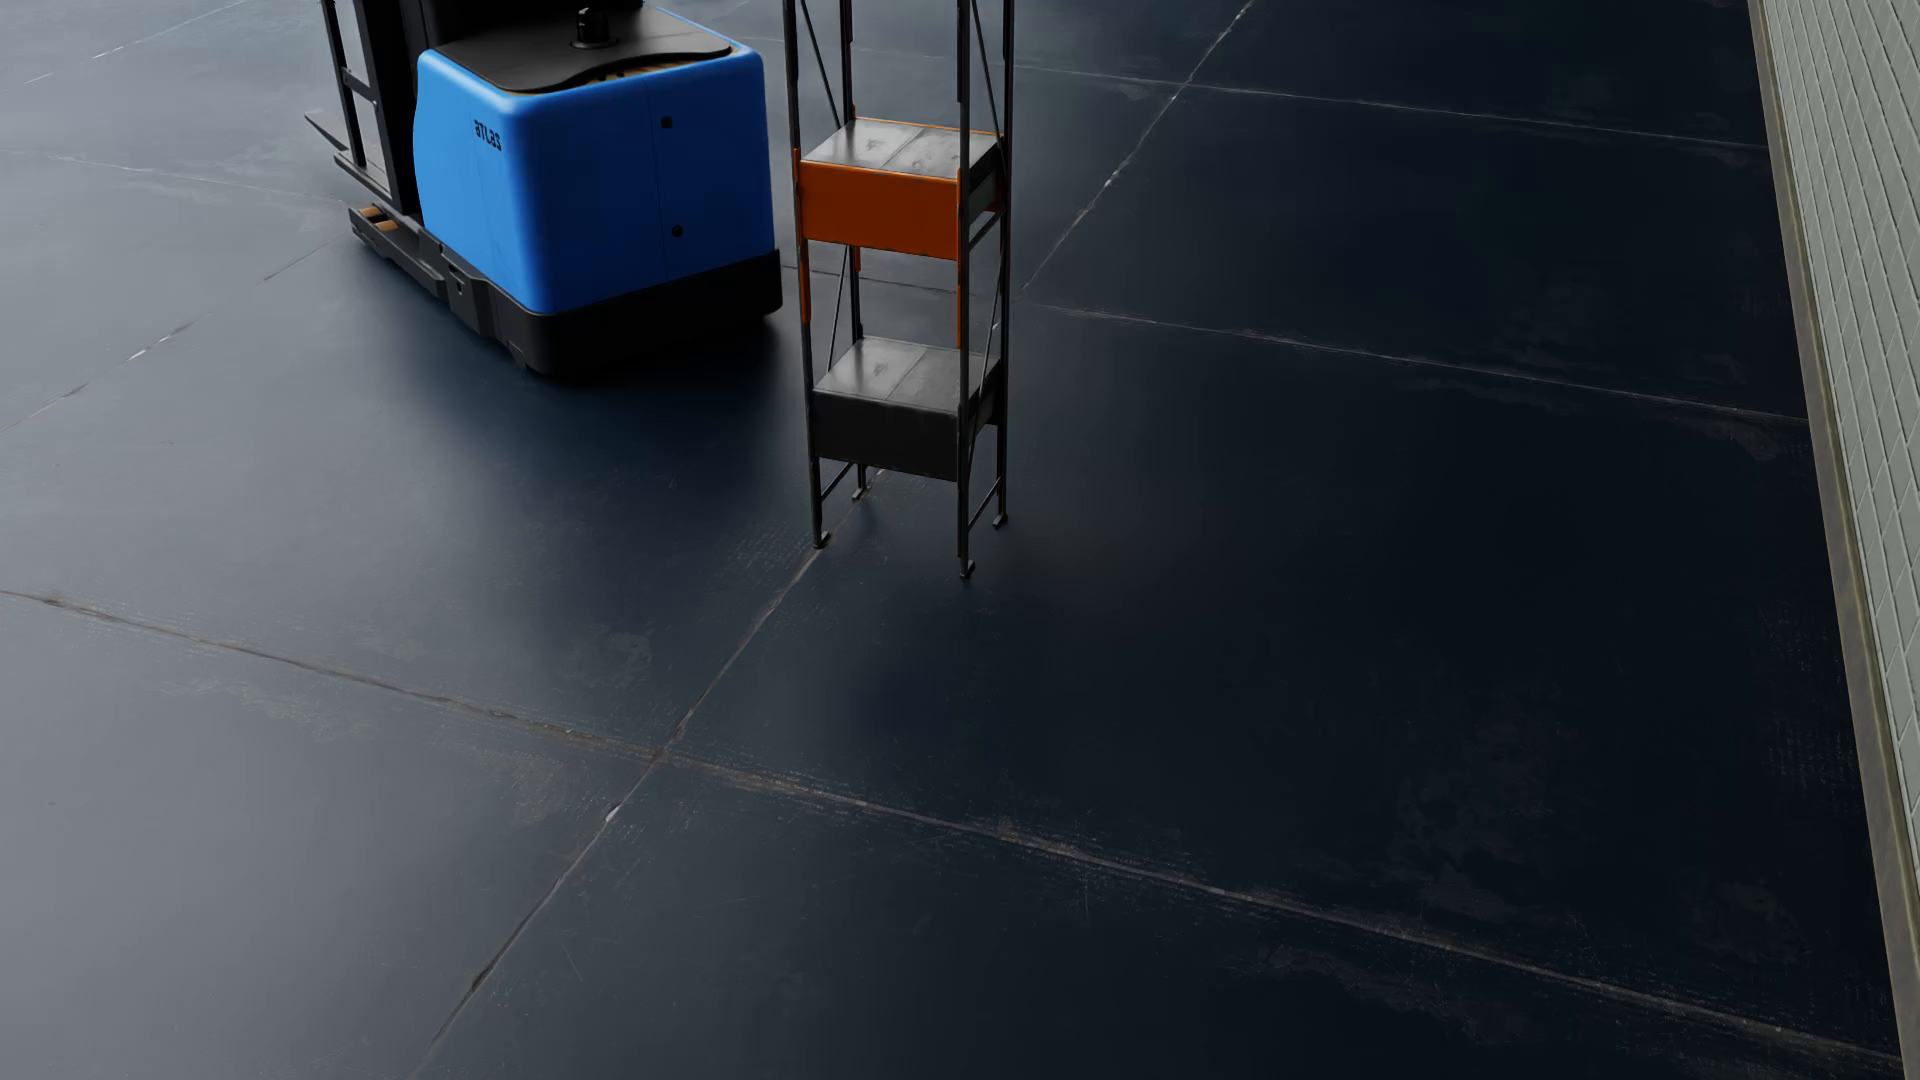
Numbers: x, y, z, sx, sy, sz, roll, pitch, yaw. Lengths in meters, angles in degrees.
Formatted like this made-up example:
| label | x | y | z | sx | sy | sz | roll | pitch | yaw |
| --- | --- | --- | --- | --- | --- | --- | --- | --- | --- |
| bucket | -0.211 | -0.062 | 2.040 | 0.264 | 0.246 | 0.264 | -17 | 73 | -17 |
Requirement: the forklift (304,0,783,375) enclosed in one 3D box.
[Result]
| label | x | y | z | sx | sy | sz | roll | pitch | yaw |
| --- | --- | --- | --- | --- | --- | --- | --- | --- | --- |
| forklift | -1.990 | -2.571 | 6.530 | 1.130 | 2.935 | 3.031 | -22 | 39 | -31 |

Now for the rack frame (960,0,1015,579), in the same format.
| label | x | y | z | sx | sy | sz | roll | pitch | yaw |
| --- | --- | --- | --- | --- | --- | --- | --- | --- | --- |
| rack frame | 0.074 | -0.868 | 4.658 | 0.015 | 2.100 | 0.400 | 11 | 34 | 16 |

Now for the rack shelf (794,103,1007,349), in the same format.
| label | x | y | z | sx | sy | sz | roll | pitch | yaw |
| --- | --- | --- | --- | --- | --- | --- | --- | --- | --- |
| rack shelf | -0.156 | -0.901 | 4.735 | 0.480 | 0.518 | 0.431 | 11 | 34 | 16 |

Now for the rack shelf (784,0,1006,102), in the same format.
| label | x | y | z | sx | sy | sz | roll | pitch | yaw |
| --- | --- | --- | --- | --- | --- | --- | --- | --- | --- |
| rack shelf | -0.156 | -1.489 | 4.355 | 0.480 | 0.518 | 0.431 | 11 | 34 | 16 |

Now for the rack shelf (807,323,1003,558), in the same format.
| label | x | y | z | sx | sy | sz | roll | pitch | yaw |
| --- | --- | --- | --- | --- | --- | --- | --- | --- | --- |
| rack shelf | -0.156 | -0.313 | 5.114 | 0.480 | 0.518 | 0.431 | 11 | 34 | 16 |

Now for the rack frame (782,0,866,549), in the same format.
| label | x | y | z | sx | sy | sz | roll | pitch | yaw |
| --- | --- | --- | --- | --- | --- | --- | --- | --- | --- |
| rack frame | -0.386 | -0.957 | 4.797 | 0.015 | 2.100 | 0.400 | 11 | 34 | 16 |

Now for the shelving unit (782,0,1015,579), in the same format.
| label | x | y | z | sx | sy | sz | roll | pitch | yaw |
| --- | --- | --- | --- | --- | --- | --- | --- | --- | --- |
| shelving unit | -0.156 | -0.912 | 4.727 | 0.503 | 2.100 | 0.431 | 11 | 34 | 16 |
